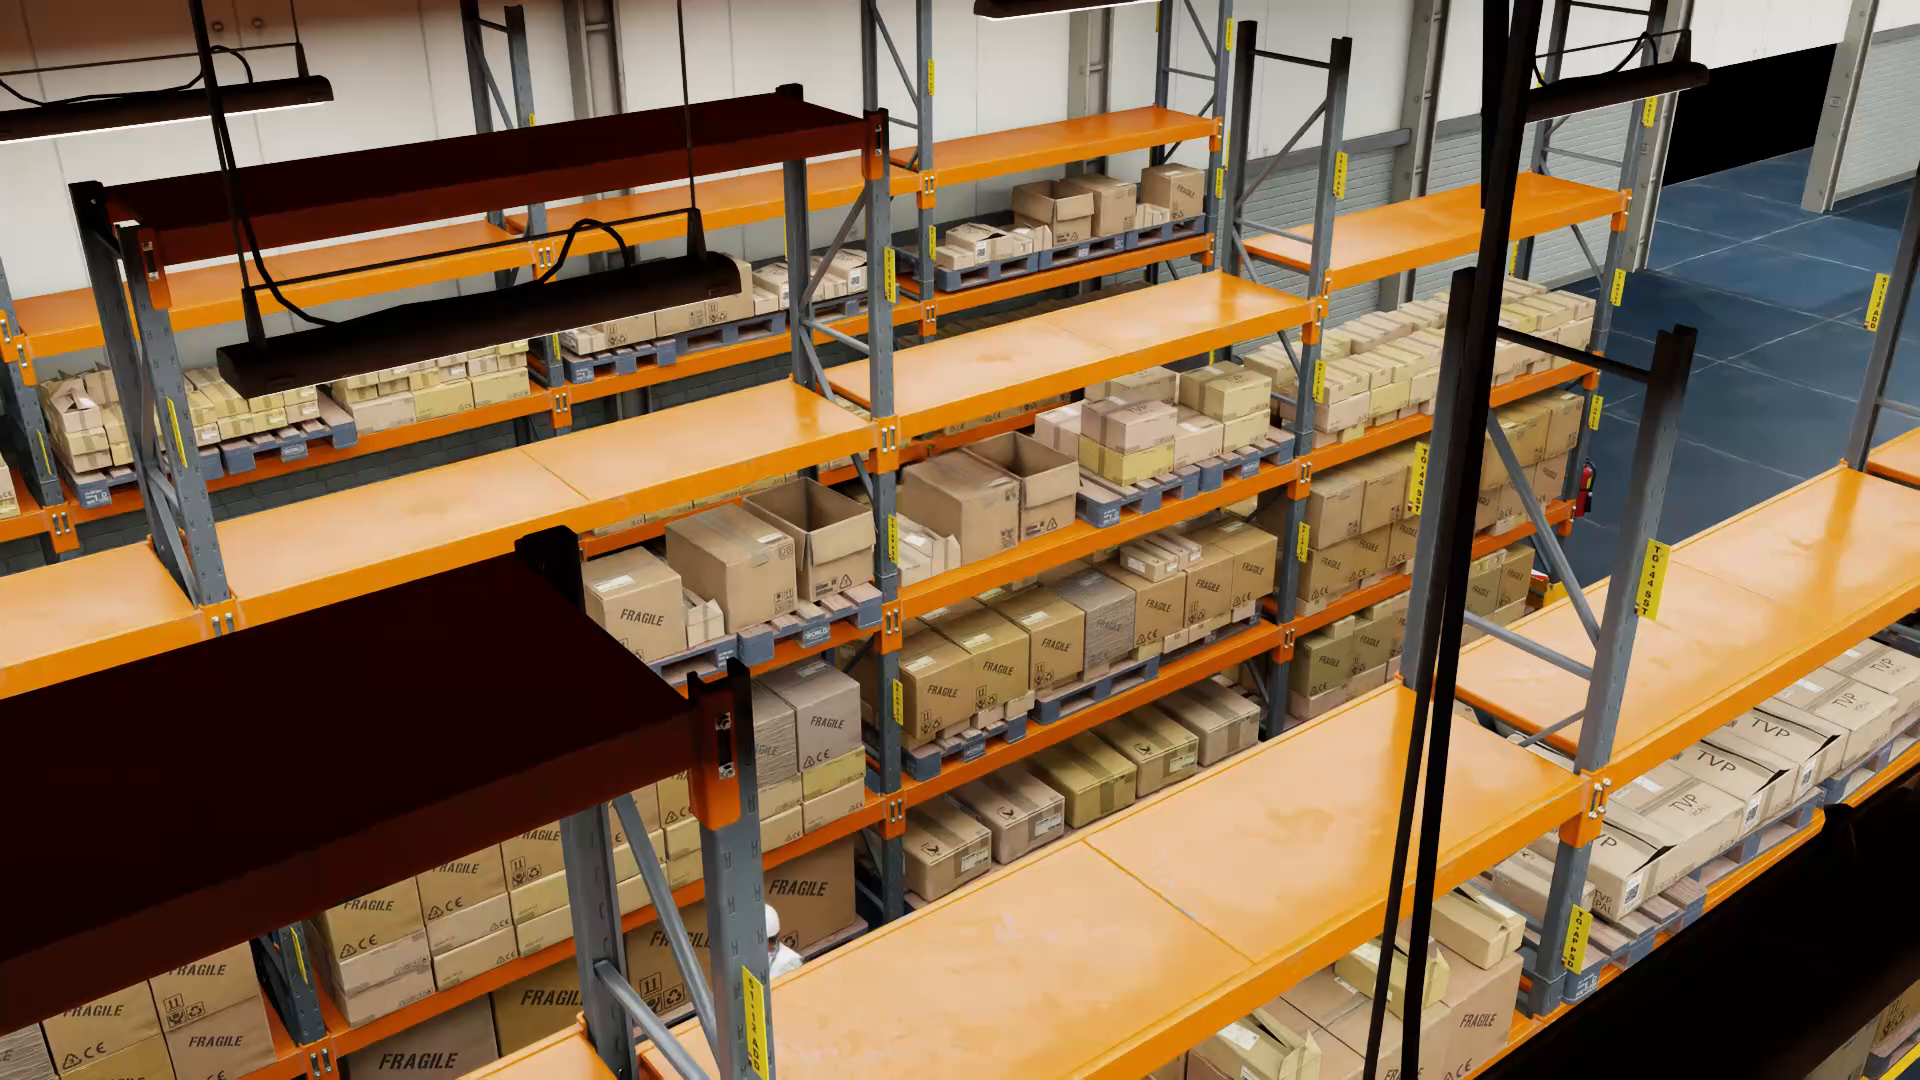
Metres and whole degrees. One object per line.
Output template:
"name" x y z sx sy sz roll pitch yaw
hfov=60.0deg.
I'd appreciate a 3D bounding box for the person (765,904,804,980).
"person" -1.096 2.920 10.122 0.569 1.775 0.504 21 33 36
